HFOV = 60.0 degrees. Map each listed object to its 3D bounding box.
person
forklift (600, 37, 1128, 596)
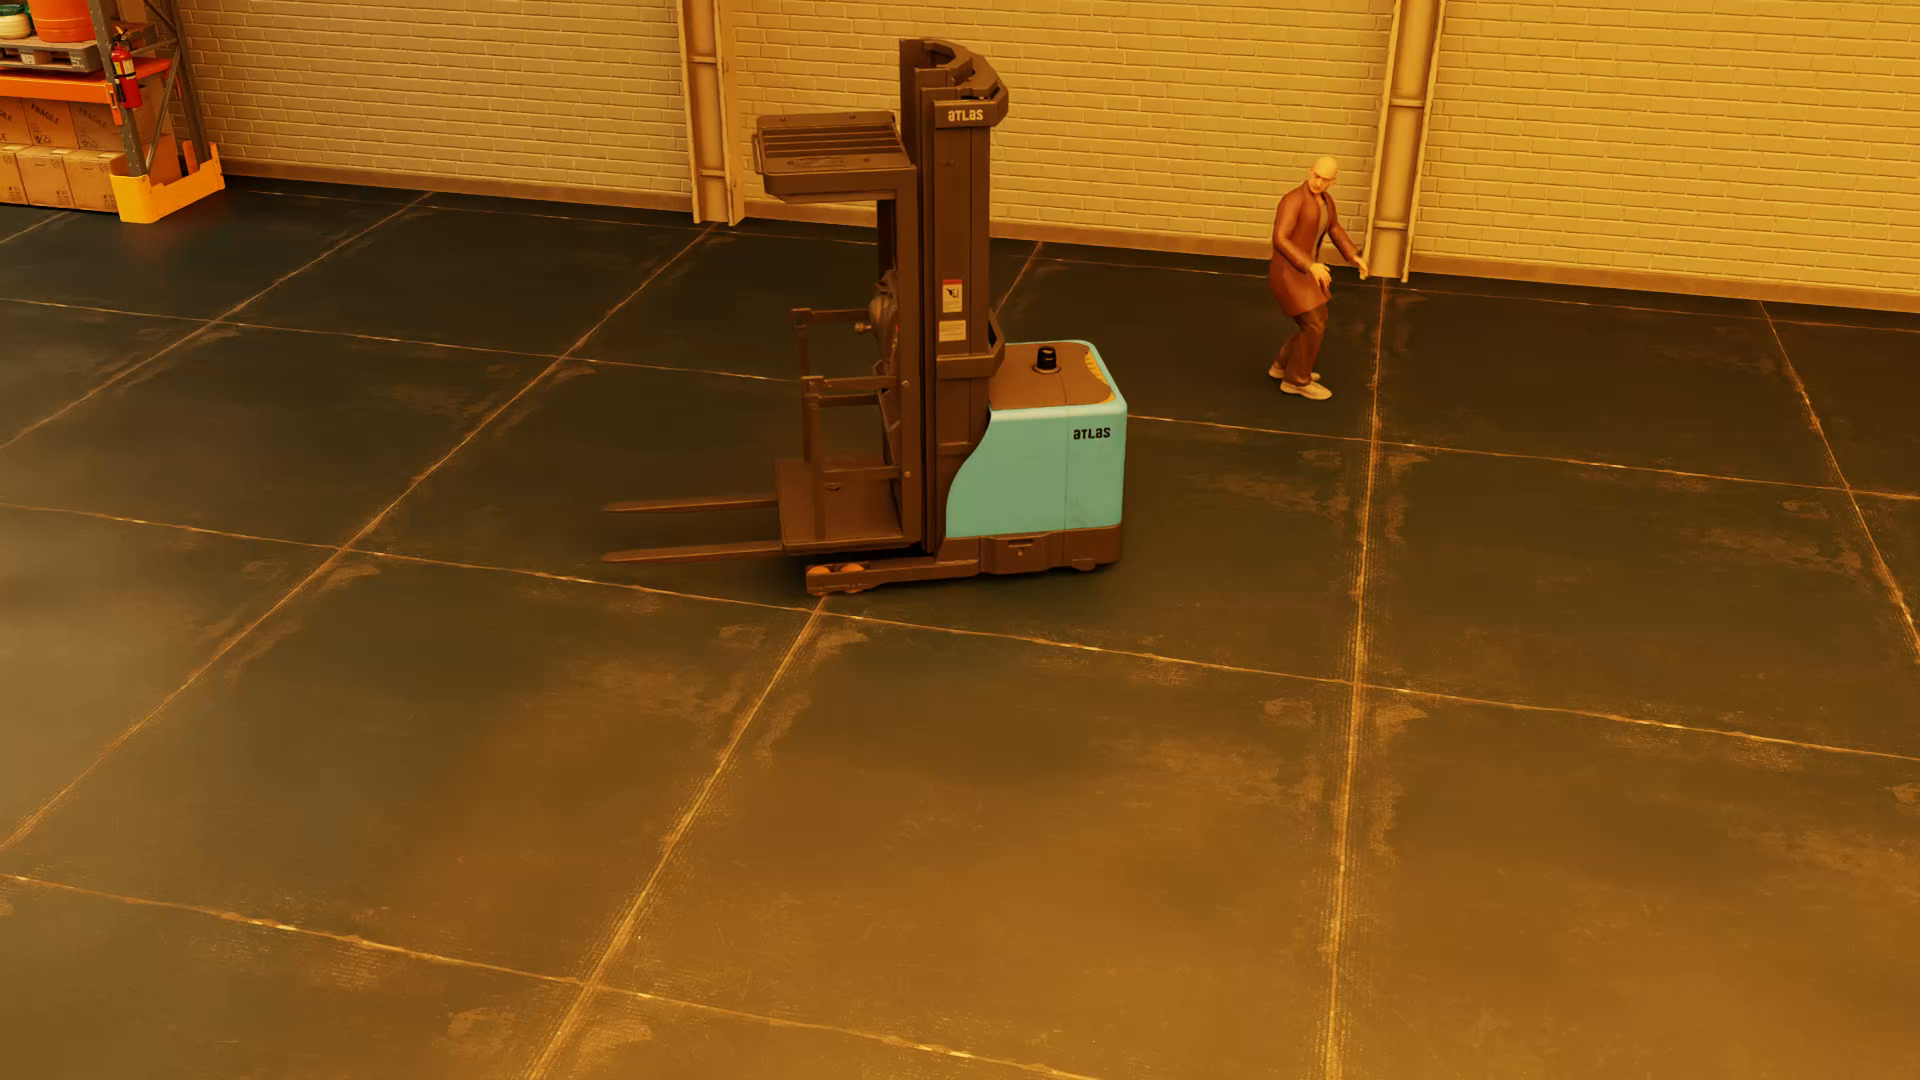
[{"bbox_3d":[2.491,-1.843,11.691,0.576,1.729,0.830,17,34,27],"label":"person"},{"bbox_3d":[-0.602,-1.232,9.345,3.031,2.935,1.130,-4,30,-7],"label":"forklift"}]
